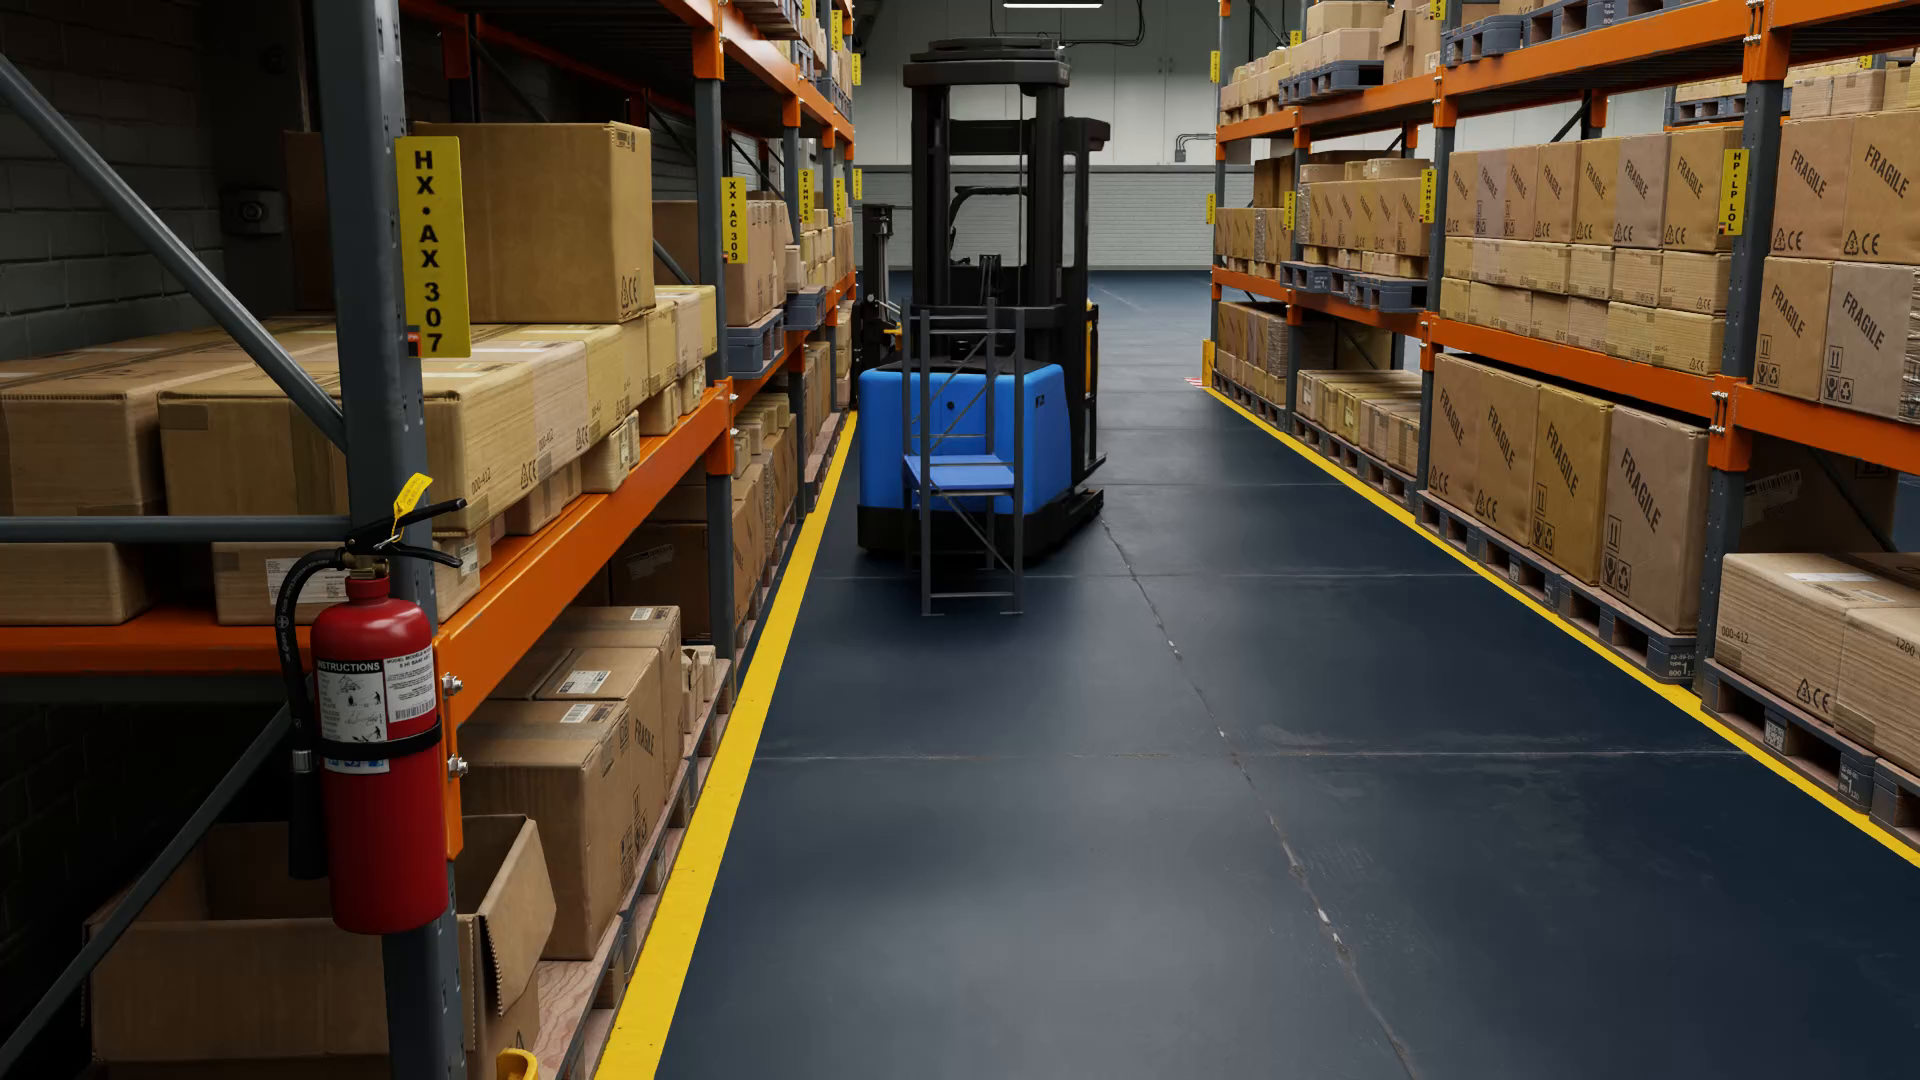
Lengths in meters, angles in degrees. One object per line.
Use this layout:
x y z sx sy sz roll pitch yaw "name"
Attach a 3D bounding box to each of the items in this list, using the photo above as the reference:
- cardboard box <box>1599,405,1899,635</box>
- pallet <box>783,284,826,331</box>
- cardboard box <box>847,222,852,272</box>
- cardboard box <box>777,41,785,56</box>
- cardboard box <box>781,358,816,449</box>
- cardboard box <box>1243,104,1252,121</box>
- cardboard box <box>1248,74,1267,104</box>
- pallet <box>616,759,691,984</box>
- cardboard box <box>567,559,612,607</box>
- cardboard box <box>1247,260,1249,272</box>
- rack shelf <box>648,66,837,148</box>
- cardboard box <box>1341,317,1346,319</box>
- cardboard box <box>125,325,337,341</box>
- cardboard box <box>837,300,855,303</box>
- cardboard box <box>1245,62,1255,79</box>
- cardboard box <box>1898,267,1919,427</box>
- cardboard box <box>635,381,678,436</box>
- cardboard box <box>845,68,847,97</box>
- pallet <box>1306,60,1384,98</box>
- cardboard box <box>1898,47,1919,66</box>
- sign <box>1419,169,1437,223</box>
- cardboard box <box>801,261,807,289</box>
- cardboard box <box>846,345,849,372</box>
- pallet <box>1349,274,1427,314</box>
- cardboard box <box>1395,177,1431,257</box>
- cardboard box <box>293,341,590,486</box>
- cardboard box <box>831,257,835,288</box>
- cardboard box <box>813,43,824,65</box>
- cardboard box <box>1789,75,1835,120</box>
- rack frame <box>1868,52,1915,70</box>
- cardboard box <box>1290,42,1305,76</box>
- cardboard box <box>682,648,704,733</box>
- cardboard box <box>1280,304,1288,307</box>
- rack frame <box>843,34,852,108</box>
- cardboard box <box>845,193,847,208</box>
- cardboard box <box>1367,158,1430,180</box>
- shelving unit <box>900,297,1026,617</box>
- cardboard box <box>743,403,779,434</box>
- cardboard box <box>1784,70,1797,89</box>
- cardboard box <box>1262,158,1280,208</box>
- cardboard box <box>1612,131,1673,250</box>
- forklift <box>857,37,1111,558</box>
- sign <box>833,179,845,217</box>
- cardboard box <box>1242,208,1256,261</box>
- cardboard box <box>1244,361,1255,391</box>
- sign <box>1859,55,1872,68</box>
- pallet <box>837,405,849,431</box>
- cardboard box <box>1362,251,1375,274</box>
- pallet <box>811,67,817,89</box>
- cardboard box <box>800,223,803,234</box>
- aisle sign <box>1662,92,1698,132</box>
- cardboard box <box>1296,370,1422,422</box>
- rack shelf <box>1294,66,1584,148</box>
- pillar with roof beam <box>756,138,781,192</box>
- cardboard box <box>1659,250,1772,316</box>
3.455 -0.112 7.357 0.875 0.875 0.875 0 11 1 "cardboard box"
-1.413 -1.371 9.753 1.213 0.211 1.003 0 11 -1 "pallet"
-1.389 -3.038 17.240 0.500 0.500 0.500 0 11 1 "cardboard box"
-1.233 -2.795 9.123 0.500 0.250 0.500 0 11 -1 "cardboard box"
-1.532 -1.029 12.502 0.875 0.625 0.625 -1 11 -4 "cardboard box"
3.012 -4.233 16.469 0.380 0.149 0.250 0 11 -1 "cardboard box"
3.071 -4.347 16.027 0.500 0.250 0.500 0 11 0 "cardboard box"
-1.374 0.942 4.883 1.003 0.211 1.213 0 11 -1 "pallet"
-1.721 0.119 7.159 0.500 0.500 0.500 0 11 -1 "cardboard box"
3.107 -2.762 16.759 0.380 0.149 0.250 0 11 1 "cardboard box"
-1.539 -3.114 12.130 1.077 0.370 4.000 0 11 -1 "rack shelf"
3.697 -2.102 15.220 0.380 0.149 0.250 0 11 0 "cardboard box"
-1.622 -0.372 3.979 0.500 0.250 0.500 0 11 1 "cardboard box"
-1.342 -2.447 17.923 0.500 0.250 0.500 0 11 1 "cardboard box"
3.023 -4.625 16.396 0.380 0.149 0.250 0 11 0 "cardboard box"
3.306 -0.581 5.126 0.500 0.500 0.500 0 11 -1 "cardboard box"
-1.088 -0.412 5.179 0.380 0.149 0.250 0 11 -2 "cardboard box"
-1.337 -4.634 16.844 0.396 0.266 0.258 0 11 -1 "cardboard box"
3.313 -3.464 12.517 1.213 0.211 1.003 0 11 -1 "pallet"
8.599 -4.351 14.740 0.500 0.250 0.500 0 11 -1 "cardboard box"
2.923 -2.145 10.373 0.100 0.325 0.005 0 11 -1 "sign"
-1.100 -1.553 9.744 0.380 0.149 0.250 0 11 0 "cardboard box"
-1.294 -1.695 15.472 0.500 0.250 0.500 0 11 -1 "cardboard box"
3.344 -1.667 11.216 1.213 0.211 1.003 0 11 -1 "pallet"
3.178 -2.110 10.859 0.500 0.500 0.500 -1 11 -3 "cardboard box"
-1.083 -0.273 3.487 0.500 0.250 0.500 0 11 -1 "cardboard box"
-1.308 -2.222 13.842 0.500 0.250 0.500 0 11 0 "cardboard box"
-1.254 -3.779 12.920 0.380 0.149 0.250 0 11 -1 "cardboard box"
3.295 -1.618 6.093 0.380 0.149 0.250 0 11 -2 "cardboard box"
8.329 -5.396 14.023 1.000 3.000 0.127 0 11 -1 "rack frame"
2.993 -3.900 13.514 0.500 0.250 0.500 -1 11 -3 "cardboard box"
-1.102 0.511 5.818 0.396 0.266 0.258 0 11 1 "cardboard box"
3.591 -2.174 17.206 0.500 0.500 0.500 0 11 1 "cardboard box"
-1.663 -6.129 17.639 1.000 3.000 0.127 0 11 -1 "rack frame"
-1.318 -3.378 16.536 0.380 0.149 0.250 0 11 0 "cardboard box"
3.149 -2.663 11.952 0.380 0.149 0.250 -1 11 -4 "cardboard box"
-0.002 -0.463 8.570 0.538 1.500 1.048 -1 12 -7 "shelving unit"
-1.236 -0.694 9.534 0.380 0.149 0.250 -1 11 -3 "cardboard box"
7.981 -4.330 15.640 0.380 0.149 0.250 0 11 0 "cardboard box"
3.531 -3.694 17.208 0.700 0.500 0.500 0 11 -1 "cardboard box"
3.269 -1.555 7.412 0.500 0.500 0.500 0 11 0 "cardboard box"
0.316 -1.583 10.490 1.130 2.935 3.031 3 12 16 "forklift"
-1.038 -2.927 14.229 0.100 0.325 0.005 0 11 -1 "sign"
3.076 -3.005 16.325 0.500 0.500 0.500 0 11 -2 "cardboard box"
3.074 -1.597 16.246 0.500 0.250 0.500 0 11 0 "cardboard box"
7.774 -4.215 14.249 0.100 0.325 0.005 0 11 -1 "sign"
-1.555 -1.186 15.373 1.003 0.211 1.213 0 11 -1 "pallet"
3.078 -1.975 11.824 0.380 0.149 0.250 0 11 0 "cardboard box"
-1.549 -3.595 13.173 0.805 0.209 1.217 -1 11 -3 "pallet"
-1.210 -2.031 10.641 0.380 0.149 0.250 0 11 1 "cardboard box"
7.945 -4.538 18.344 0.394 0.787 0.004 0 11 -1 "aisle sign"
3.396 -1.229 14.126 0.950 0.372 0.625 0 11 0 "cardboard box"
3.424 -3.135 12.234 1.077 0.370 4.000 0 11 -1 "rack shelf"
1.630 -7.198 22.904 9.100 9.000 0.400 0 11 -1 "pillar with roof beam"
3.295 -1.083 6.974 0.500 0.250 0.500 0 11 -1 "cardboard box"
